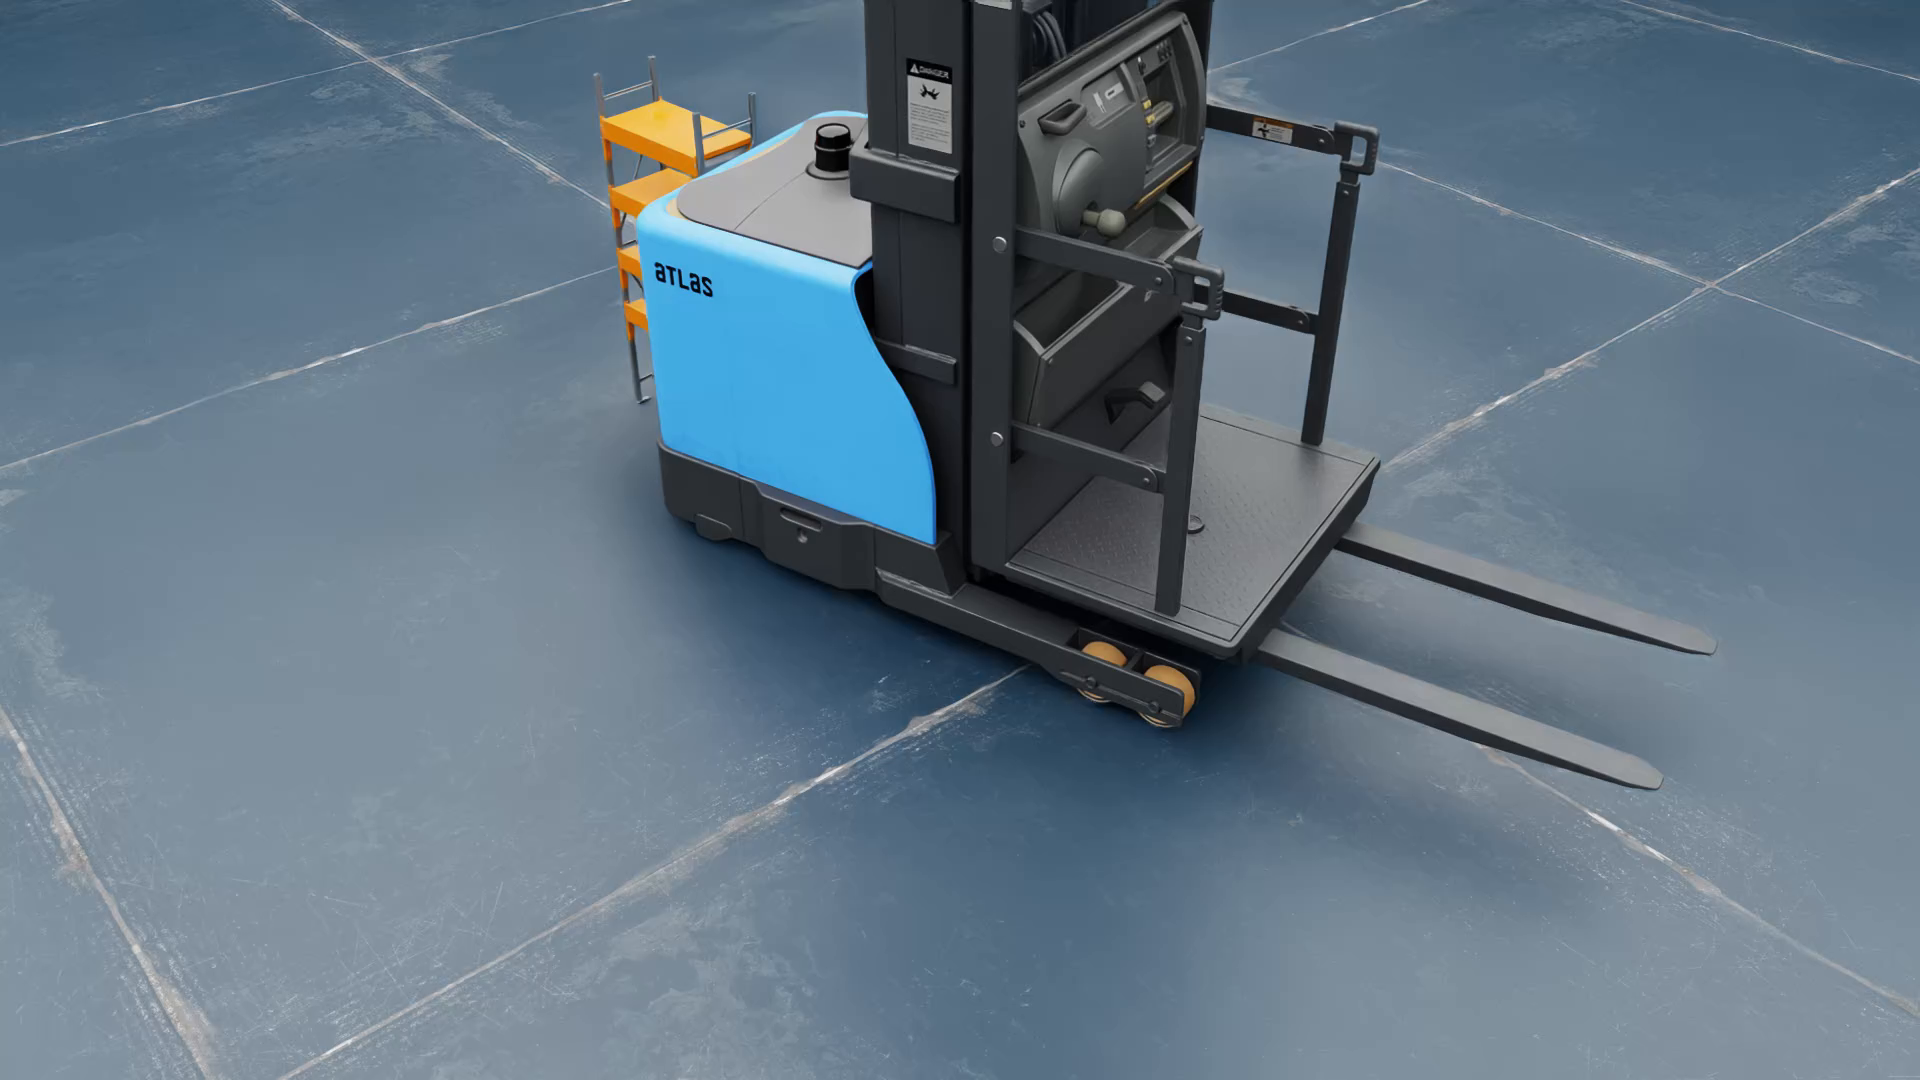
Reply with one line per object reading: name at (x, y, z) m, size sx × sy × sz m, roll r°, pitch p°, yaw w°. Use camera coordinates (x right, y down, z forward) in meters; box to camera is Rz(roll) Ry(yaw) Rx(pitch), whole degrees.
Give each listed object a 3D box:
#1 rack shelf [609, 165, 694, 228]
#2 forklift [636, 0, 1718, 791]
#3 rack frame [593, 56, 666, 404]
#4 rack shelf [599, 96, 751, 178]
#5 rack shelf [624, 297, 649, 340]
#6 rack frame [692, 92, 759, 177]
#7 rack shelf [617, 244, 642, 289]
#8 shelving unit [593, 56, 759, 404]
rack shelf at (-0.894, -1.060, 5.438) m, size 0.480 × 0.148 × 0.258 m, roll 28°, pitch 44°, yaw 34°
forklift at (0.580, -1.039, 4.181) m, size 3.031 × 2.935 × 1.130 m, roll 20°, pitch 40°, yaw 26°
rack frame at (-1.073, -1.029, 5.664) m, size 0.015 × 1.200 × 0.240 m, roll 28°, pitch 44°, yaw 34°
rack shelf at (-0.894, -1.253, 5.301) m, size 0.480 × 0.148 × 0.258 m, roll 28°, pitch 44°, yaw 34°
rack shelf at (-0.894, -0.715, 5.682) m, size 0.480 × 0.148 × 0.258 m, roll 28°, pitch 44°, yaw 34°
rack frame at (-0.716, -0.836, 5.393) m, size 0.015 × 1.200 × 0.240 m, roll 28°, pitch 44°, yaw 34°
rack shelf at (-0.894, -0.877, 5.567) m, size 0.480 × 0.148 × 0.258 m, roll 28°, pitch 44°, yaw 34°
shelving unit at (-0.894, -0.932, 5.528) m, size 0.503 × 1.200 × 0.258 m, roll 28°, pitch 44°, yaw 34°
